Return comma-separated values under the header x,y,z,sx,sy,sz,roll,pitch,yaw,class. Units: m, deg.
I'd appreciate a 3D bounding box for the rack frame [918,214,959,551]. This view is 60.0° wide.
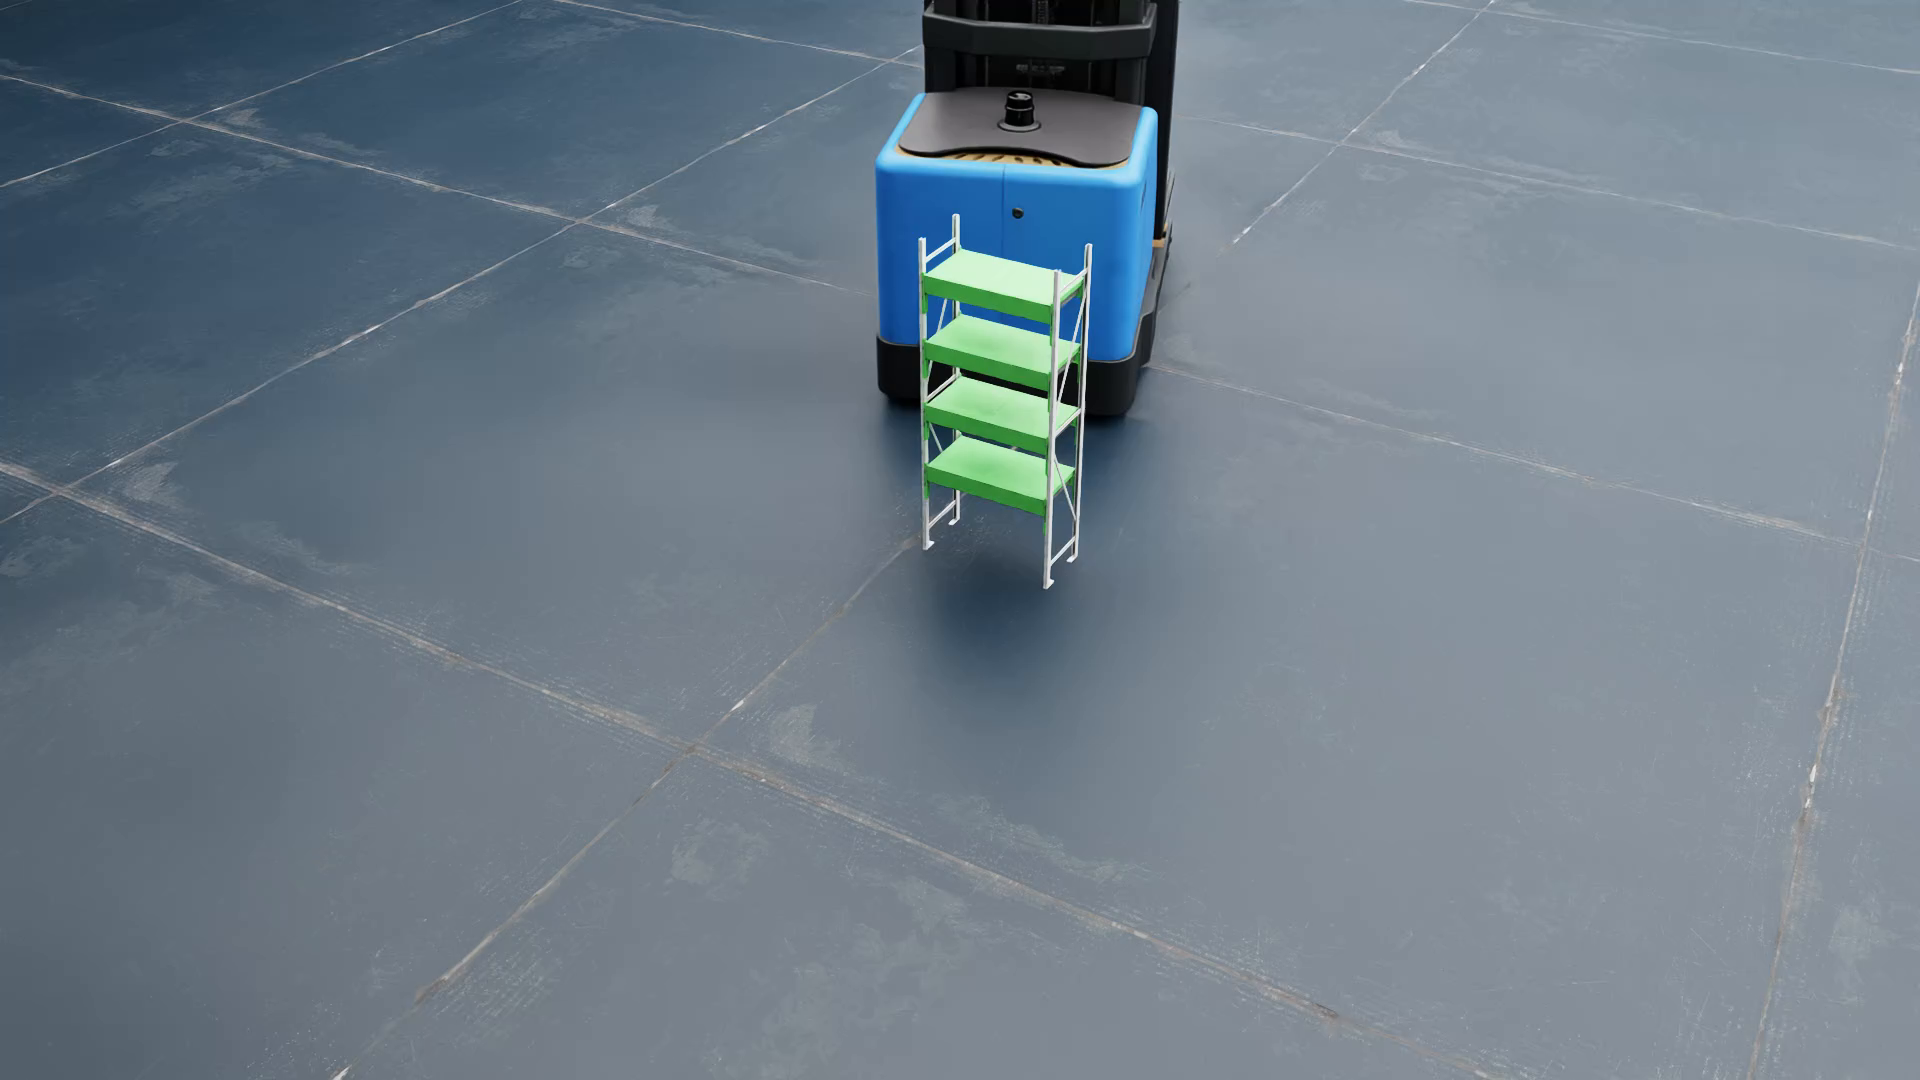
x,y,z,sx,sy,sz,roll,pitch,yaw,class
-0.068,-0.521,5.751,0.015,1.200,0.240,18,37,24,rack frame

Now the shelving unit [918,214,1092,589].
x,y,z,sx,sy,sz,roll,pitch,yaw,class
0.144,-0.454,5.650,0.503,1.200,0.258,18,37,24,shelving unit

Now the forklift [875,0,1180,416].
x,y,z,sx,sy,sz,roll,pitch,yaw,class
0.432,-2.527,7.201,1.130,2.935,3.031,6,34,9,forklift

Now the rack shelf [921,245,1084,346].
x,y,z,sx,sy,sz,roll,pitch,yaw,class
0.144,-0.800,5.419,0.480,0.148,0.258,18,37,24,rack shelf

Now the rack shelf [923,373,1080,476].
x,y,z,sx,sy,sz,roll,pitch,yaw,class
0.144,-0.401,5.685,0.480,0.148,0.258,18,37,24,rack shelf

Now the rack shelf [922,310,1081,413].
x,y,z,sx,sy,sz,roll,pitch,yaw,class
0.144,-0.600,5.552,0.480,0.148,0.258,18,37,24,rack shelf

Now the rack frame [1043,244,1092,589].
x,y,z,sx,sy,sz,roll,pitch,yaw,class
0.356,-0.387,5.549,0.015,1.200,0.240,18,37,24,rack frame

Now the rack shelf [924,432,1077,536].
x,y,z,sx,sy,sz,roll,pitch,yaw,class
0.144,-0.201,5.818,0.480,0.148,0.258,18,37,24,rack shelf
